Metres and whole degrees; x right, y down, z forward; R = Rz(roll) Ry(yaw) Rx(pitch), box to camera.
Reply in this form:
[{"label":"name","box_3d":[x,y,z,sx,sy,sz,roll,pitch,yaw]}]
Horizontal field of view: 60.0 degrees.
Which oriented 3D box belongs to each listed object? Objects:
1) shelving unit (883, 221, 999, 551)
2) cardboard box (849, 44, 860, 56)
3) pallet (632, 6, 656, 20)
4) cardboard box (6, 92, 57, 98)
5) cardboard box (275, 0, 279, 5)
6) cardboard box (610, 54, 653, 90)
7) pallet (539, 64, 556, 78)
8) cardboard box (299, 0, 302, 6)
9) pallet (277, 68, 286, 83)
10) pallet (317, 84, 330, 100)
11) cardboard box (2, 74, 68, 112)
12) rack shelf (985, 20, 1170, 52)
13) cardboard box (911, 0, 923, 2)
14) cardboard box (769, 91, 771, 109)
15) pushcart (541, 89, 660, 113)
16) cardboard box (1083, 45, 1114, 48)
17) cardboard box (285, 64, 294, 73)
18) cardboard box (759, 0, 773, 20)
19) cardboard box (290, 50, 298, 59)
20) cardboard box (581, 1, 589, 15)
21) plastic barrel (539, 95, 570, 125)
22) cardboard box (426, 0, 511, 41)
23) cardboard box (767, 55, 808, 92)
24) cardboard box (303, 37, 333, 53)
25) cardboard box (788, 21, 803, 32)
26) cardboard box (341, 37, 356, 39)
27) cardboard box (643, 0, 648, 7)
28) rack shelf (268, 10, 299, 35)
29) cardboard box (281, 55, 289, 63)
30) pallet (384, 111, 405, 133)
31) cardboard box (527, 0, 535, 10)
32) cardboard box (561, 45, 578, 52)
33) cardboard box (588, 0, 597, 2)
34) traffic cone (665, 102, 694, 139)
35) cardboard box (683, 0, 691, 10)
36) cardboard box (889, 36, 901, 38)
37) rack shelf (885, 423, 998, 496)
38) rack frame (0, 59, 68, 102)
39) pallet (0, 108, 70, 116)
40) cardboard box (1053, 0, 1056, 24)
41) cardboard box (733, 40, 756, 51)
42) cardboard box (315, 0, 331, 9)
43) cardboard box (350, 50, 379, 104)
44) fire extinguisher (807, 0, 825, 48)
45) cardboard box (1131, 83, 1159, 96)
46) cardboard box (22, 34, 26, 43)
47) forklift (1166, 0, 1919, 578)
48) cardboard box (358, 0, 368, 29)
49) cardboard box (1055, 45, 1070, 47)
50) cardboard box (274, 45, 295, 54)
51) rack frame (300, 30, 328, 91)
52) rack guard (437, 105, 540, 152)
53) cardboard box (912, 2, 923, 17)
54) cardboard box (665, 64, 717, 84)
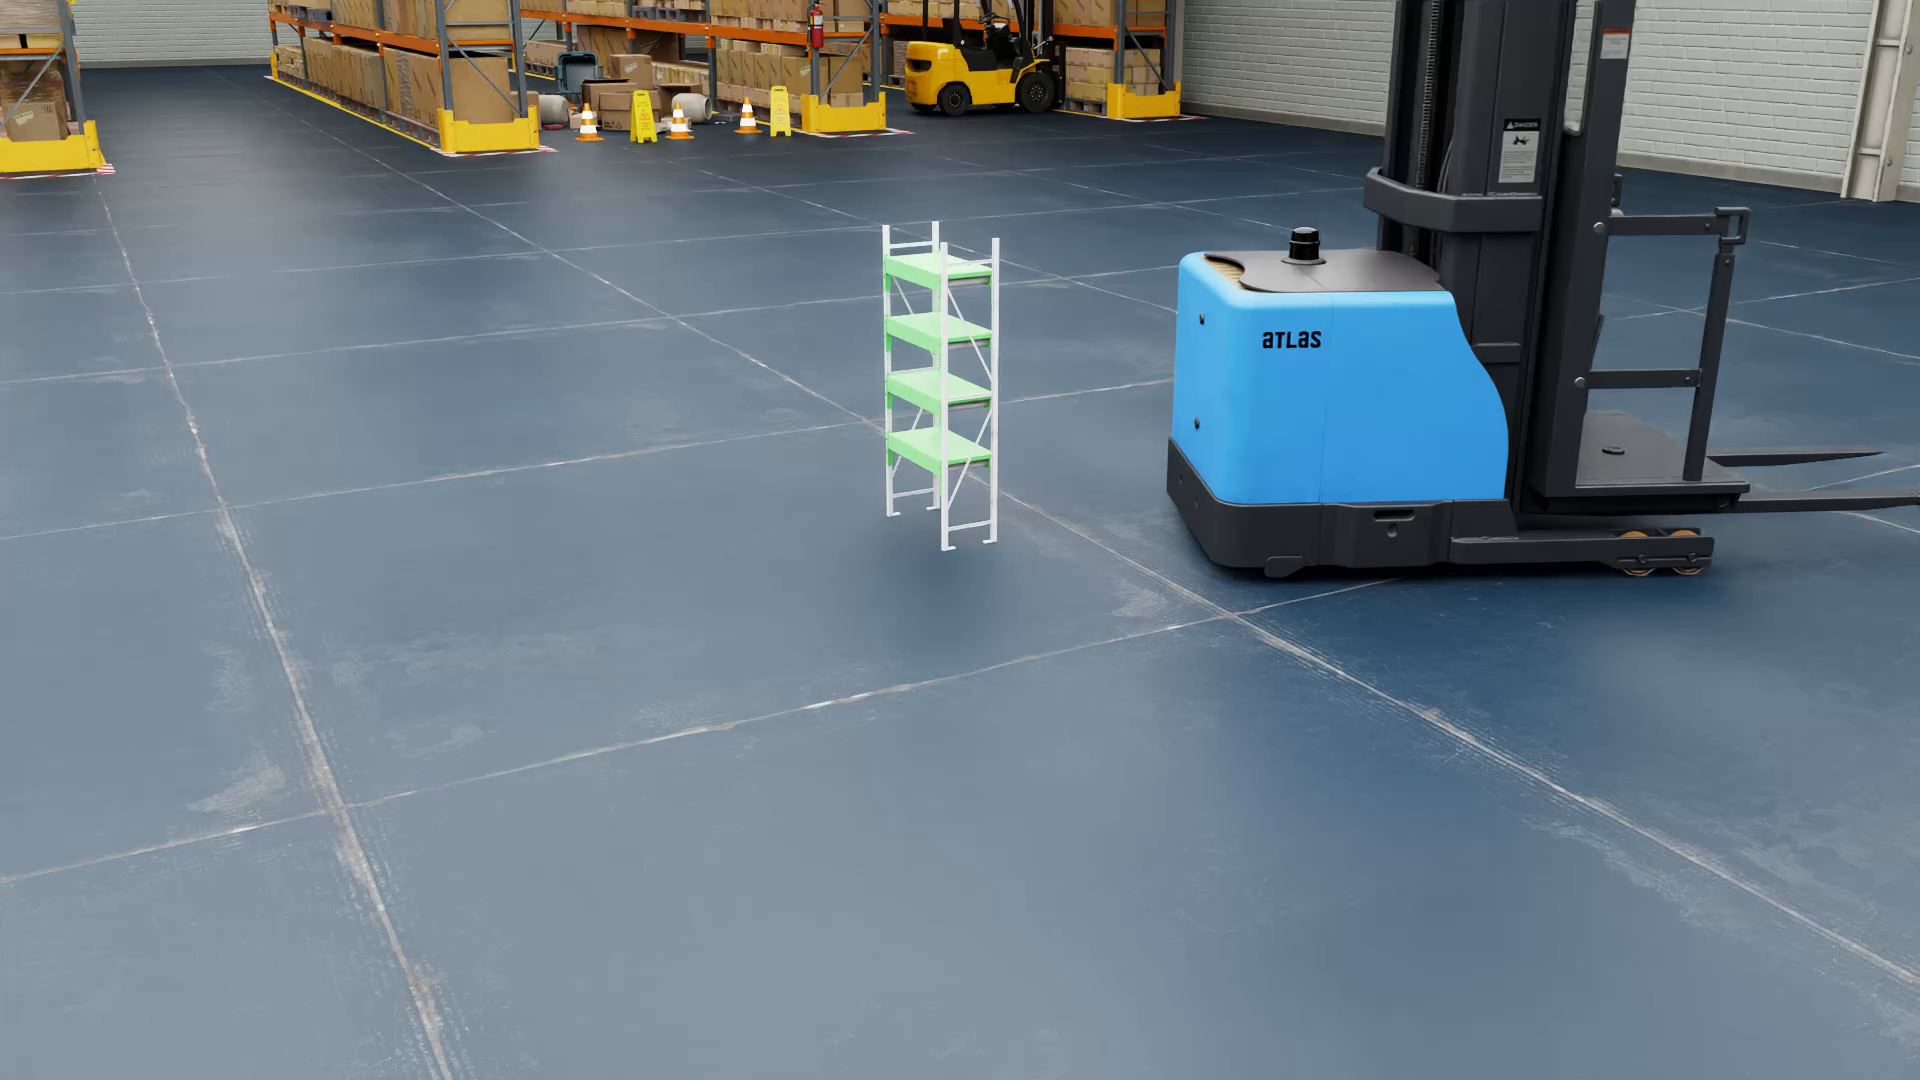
[{"label":"shelving unit","box_3d":[-0.079,-0.615,6.573,0.258,1.200,0.503,-10,21,-27]},{"label":"cardboard box","box_3d":[-1.880,-9.586,33.002,0.500,0.500,0.500,-9,21,-24]},{"label":"pallet","box_3d":[-4.945,-9.137,28.807,1.213,0.211,1.003,-10,21,-27]},{"label":"cardboard box","box_3d":[-11.176,-5.132,20.094,0.500,0.500,0.500,-8,21,-22]},{"label":"cardboard box","box_3d":[-13.016,-10.641,32.261,0.500,0.500,0.500,-10,21,-26]},{"label":"cardboard box","box_3d":[-5.030,-7.160,25.453,0.500,0.500,0.500,-10,21,-27]},{"label":"pallet","box_3d":[-8.152,-9.827,34.787,1.003,0.211,1.213,-10,21,-27]},{"label":"cardboard box","box_3d":[-11.178,-9.290,28.697,0.380,0.149,0.250,-10,22,-28]},{"label":"pallet","box_3d":[-13.094,-9.338,33.370,1.003,0.211,1.213,-10,21,-27]},{"label":"pallet","box_3d":[-10.631,-7.876,29.134,1.003,0.211,1.213,-10,21,-27]},{"label":"cardboard box","box_3d":[-12.948,-6.239,23.272,0.700,0.500,0.500,-12,22,-31]},{"label":"rack shelf","box_3d":[1.839,-8.124,26.678,1.077,0.370,4.000,-10,21,-27]},{"label":"cardboard box","box_3d":[-0.545,-9.889,30.155,0.500,0.250,0.500,-11,22,-28]},{"label":"cardboard box","box_3d":[-2.438,-6.359,24.032,0.500,0.250,0.500,-10,21,-26]},{"label":"pushcart","box_3d":[-5.460,-6.661,25.356,0.936,0.377,1.648,16,25,39]},{"label":"cardboard box","box_3d":[2.258,-7.716,26.433,0.500,0.250,0.500,-10,21,-27]},{"label":"cardboard box","box_3d":[-12.925,-9.201,32.425,0.380,0.149,0.250,-11,22,-29]},{"label":"cardboard box","box_3d":[-2.547,-7.709,23.765,0.500,0.500,0.500,-10,21,-27]},{"label":"cardboard box","box_3d":[-12.528,-9.250,31.654,0.380,0.149,0.250,-11,22,-29]},{"label":"cardboard box","box_3d":[-6.823,-10.028,31.325,0.500,0.250,0.500,-10,21,-27]},{"label":"plastic barrel","box_3d":[-5.897,-6.166,23.852,0.512,0.421,0.421,4,19,11]},{"label":"cardboard box","box_3d":[-6.103,-6.494,20.623,0.875,0.550,0.550,-10,21,-27]},{"label":"cardboard box","box_3d":[-2.439,-6.712,23.905,0.500,0.500,0.500,-9,21,-25]},{"label":"cardboard box","box_3d":[-11.466,-8.887,29.826,0.500,0.250,0.500,-11,22,-29]},{"label":"cardboard box","box_3d":[-2.162,-7.131,23.082,0.380,0.149,0.250,-10,22,-27]},{"label":"cardboard box","box_3d":[-10.776,-8.816,29.620,0.500,0.250,0.500,-9,21,-24]},{"label":"cardboard box","box_3d":[-5.192,-9.202,28.441,0.380,0.149,0.250,-12,22,-30]},{"label":"rack shelf","box_3d":[-12.535,-10.003,32.124,1.077,0.370,4.000,-10,21,-27]},{"label":"cardboard box","box_3d":[-13.161,-9.484,32.788,0.380,0.149,0.250,-9,21,-25]},{"label":"pallet","box_3d":[-7.494,-5.923,23.474,1.003,0.211,1.213,-10,21,-27]},{"label":"cardboard box","box_3d":[-8.710,-11.288,34.592,0.500,0.500,0.500,-10,21,-27]},{"label":"cardboard box","box_3d":[-7.480,-9.749,33.568,0.875,0.438,0.875,-10,22,-27]},{"label":"cardboard box","box_3d":[-6.585,-10.121,30.826,0.500,0.250,0.500,-11,22,-28]},{"label":"traffic cone","box_3d":[-3.733,-5.574,22.077,0.336,0.463,0.334,-10,21,-27]},{"label":"cardboard box","box_3d":[-4.229,-8.599,26.695,0.380,0.149,0.250,-10,22,-28]},{"label":"cardboard box","box_3d":[-1.275,-9.847,32.763,0.380,0.149,0.250,-10,21,-26]},{"label":"rack shelf","box_3d":[-0.079,-0.327,6.673,0.258,0.148,0.480,-10,21,-27]},{"label":"rack frame","box_3d":[-14.098,-7.881,24.872,1.000,3.000,0.127,-10,21,-27]},{"label":"pallet","box_3d":[-13.153,-5.989,23.663,1.003,0.211,1.213,-10,21,-27]},{"label":"cardboard box","box_3d":[1.593,-8.477,26.447,0.500,0.500,0.500,-10,21,-26]},{"label":"cardboard box","box_3d":[-3.183,-7.424,24.975,0.380,0.149,0.250,-9,21,-25]},{"label":"cardboard box","box_3d":[-10.324,-8.770,27.191,0.380,0.149,0.250,-10,21,-26]},{"label":"cardboard box","box_3d":[-8.615,-7.049,25.266,1.050,0.750,0.750,-10,21,-27]},{"label":"fire extinguisher","box_3d":[-1.929,-6.979,22.376,0.296,0.674,0.183,-10,21,-27]},{"label":"cardboard box","box_3d":[2.727,-6.959,25.773,0.500,0.250,0.500,-10,21,-26]},{"label":"cardboard box","box_3d":[-11.088,-6.081,20.042,0.380,0.149,0.250,-10,21,-27]},{"label":"forklift","box_3d":[2.412,-1.420,6.252,3.031,2.935,1.130,-1,19,-4]},{"label":"cardboard box","box_3d":[-8.509,-7.773,24.405,0.500,0.500,0.500,-10,22,-27]},{"label":"cardboard box","box_3d":[1.565,-7.780,26.619,0.500,0.250,0.500,-10,22,-28]},{"label":"cardboard box","box_3d":[-13.535,-9.846,33.381,0.380,0.149,0.250,-11,22,-29]},{"label":"rack frame","box_3d":[-11.585,-9.769,30.342,1.000,3.000,0.127,-10,21,-27]},{"label":"rack guard","box_3d":[-5.875,-5.135,20.747,1.175,0.500,0.348,-10,21,-27]},{"label":"cardboard box","box_3d":[-0.530,-9.658,30.252,0.500,0.250,0.500,-11,22,-28]},{"label":"cardboard box","box_3d":[-4.405,-7.779,27.963,0.950,0.372,0.625,-9,21,-25]}]
